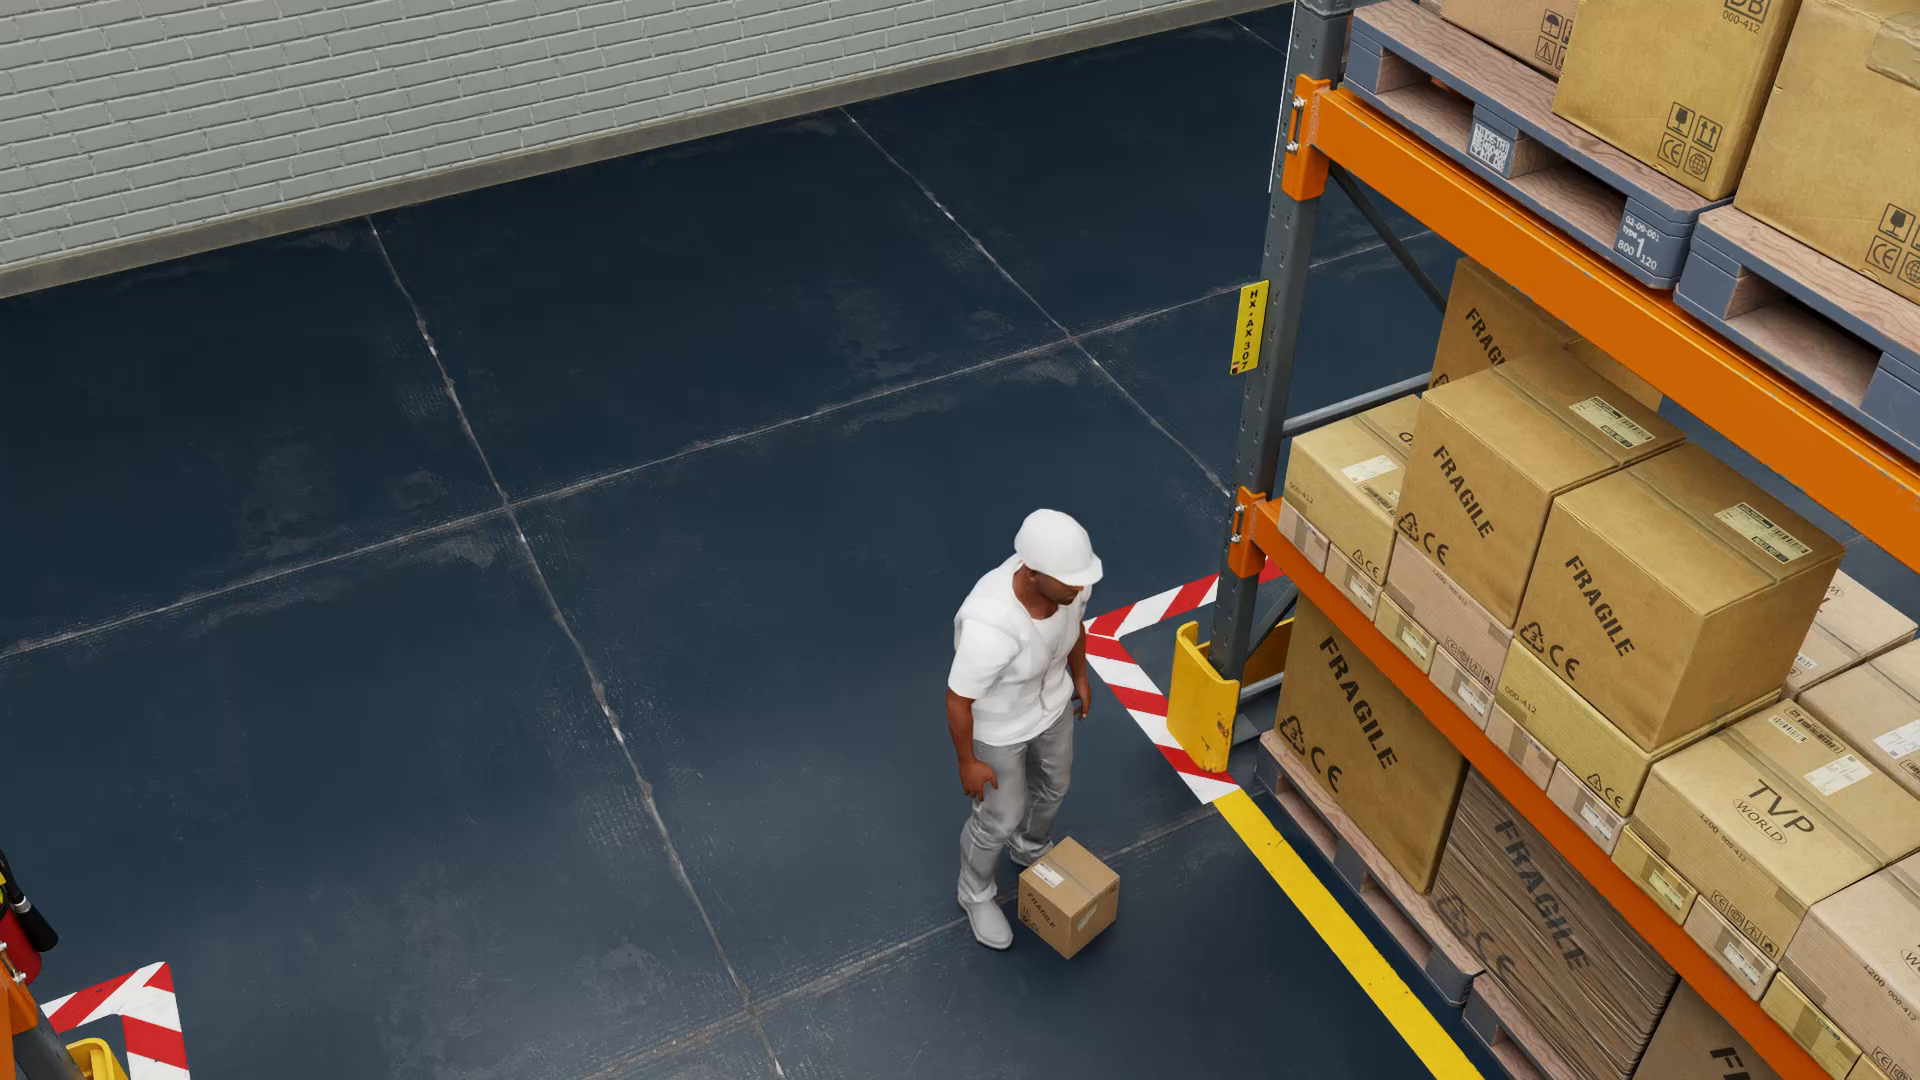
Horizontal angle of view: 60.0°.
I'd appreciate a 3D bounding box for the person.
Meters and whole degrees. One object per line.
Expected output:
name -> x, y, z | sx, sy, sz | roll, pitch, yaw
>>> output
person -> 0.216, 0.585, 5.476 | 0.460, 1.755, 0.630 | 33, 51, 32
